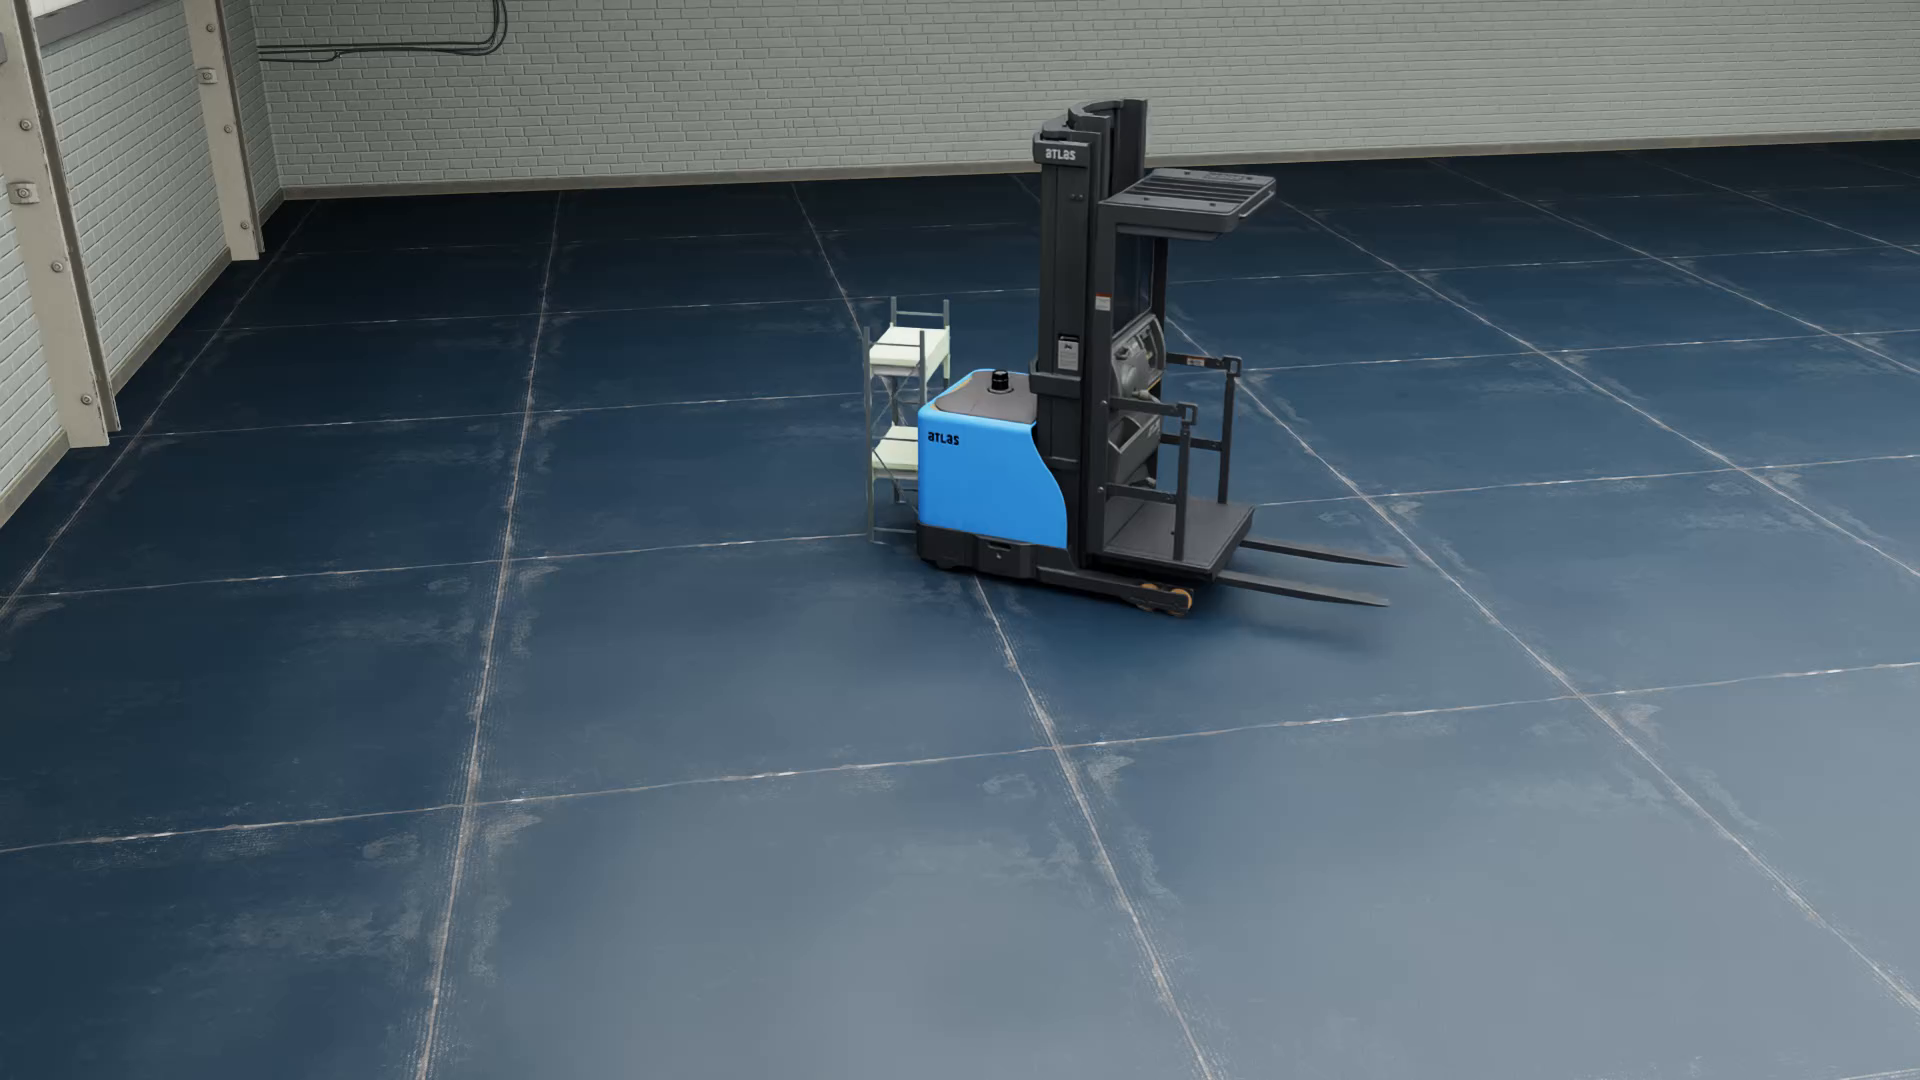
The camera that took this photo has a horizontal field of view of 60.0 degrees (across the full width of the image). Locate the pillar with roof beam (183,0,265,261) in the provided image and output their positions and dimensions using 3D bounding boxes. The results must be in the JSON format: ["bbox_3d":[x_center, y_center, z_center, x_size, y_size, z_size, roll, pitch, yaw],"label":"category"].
[{"bbox_3d":[5.855,-2.236,5.064,22.890,9.050,30.400,-4,24,-10],"label":"pillar with roof beam"}]

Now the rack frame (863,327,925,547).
[{"bbox_3d":[-0.420,-0.656,10.878,0.400,1.500,0.023,5,24,11],"label":"rack frame"}]

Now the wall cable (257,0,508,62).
[{"bbox_3d":[-7.171,-7.118,20.184,3.097,2.526,0.112,-4,24,-10],"label":"wall cable"}]

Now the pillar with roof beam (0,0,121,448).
[{"bbox_3d":[-2.585,-5.243,12.011,9.100,9.000,0.400,-4,24,-10],"label":"pillar with roof beam"}]

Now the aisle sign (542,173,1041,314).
[{"bbox_3d":[-1.720,-3.628,19.556,6.000,0.001,6.000,-4,24,-10],"label":"aisle sign"}]

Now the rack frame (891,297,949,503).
[{"bbox_3d":[-0.272,-0.943,11.535,0.400,1.500,0.023,5,24,11],"label":"rack frame"}]

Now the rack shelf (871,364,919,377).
[{"bbox_3d":[-0.346,-1.223,11.021,0.332,0.071,0.664,5,24,11],"label":"rack shelf"}]
